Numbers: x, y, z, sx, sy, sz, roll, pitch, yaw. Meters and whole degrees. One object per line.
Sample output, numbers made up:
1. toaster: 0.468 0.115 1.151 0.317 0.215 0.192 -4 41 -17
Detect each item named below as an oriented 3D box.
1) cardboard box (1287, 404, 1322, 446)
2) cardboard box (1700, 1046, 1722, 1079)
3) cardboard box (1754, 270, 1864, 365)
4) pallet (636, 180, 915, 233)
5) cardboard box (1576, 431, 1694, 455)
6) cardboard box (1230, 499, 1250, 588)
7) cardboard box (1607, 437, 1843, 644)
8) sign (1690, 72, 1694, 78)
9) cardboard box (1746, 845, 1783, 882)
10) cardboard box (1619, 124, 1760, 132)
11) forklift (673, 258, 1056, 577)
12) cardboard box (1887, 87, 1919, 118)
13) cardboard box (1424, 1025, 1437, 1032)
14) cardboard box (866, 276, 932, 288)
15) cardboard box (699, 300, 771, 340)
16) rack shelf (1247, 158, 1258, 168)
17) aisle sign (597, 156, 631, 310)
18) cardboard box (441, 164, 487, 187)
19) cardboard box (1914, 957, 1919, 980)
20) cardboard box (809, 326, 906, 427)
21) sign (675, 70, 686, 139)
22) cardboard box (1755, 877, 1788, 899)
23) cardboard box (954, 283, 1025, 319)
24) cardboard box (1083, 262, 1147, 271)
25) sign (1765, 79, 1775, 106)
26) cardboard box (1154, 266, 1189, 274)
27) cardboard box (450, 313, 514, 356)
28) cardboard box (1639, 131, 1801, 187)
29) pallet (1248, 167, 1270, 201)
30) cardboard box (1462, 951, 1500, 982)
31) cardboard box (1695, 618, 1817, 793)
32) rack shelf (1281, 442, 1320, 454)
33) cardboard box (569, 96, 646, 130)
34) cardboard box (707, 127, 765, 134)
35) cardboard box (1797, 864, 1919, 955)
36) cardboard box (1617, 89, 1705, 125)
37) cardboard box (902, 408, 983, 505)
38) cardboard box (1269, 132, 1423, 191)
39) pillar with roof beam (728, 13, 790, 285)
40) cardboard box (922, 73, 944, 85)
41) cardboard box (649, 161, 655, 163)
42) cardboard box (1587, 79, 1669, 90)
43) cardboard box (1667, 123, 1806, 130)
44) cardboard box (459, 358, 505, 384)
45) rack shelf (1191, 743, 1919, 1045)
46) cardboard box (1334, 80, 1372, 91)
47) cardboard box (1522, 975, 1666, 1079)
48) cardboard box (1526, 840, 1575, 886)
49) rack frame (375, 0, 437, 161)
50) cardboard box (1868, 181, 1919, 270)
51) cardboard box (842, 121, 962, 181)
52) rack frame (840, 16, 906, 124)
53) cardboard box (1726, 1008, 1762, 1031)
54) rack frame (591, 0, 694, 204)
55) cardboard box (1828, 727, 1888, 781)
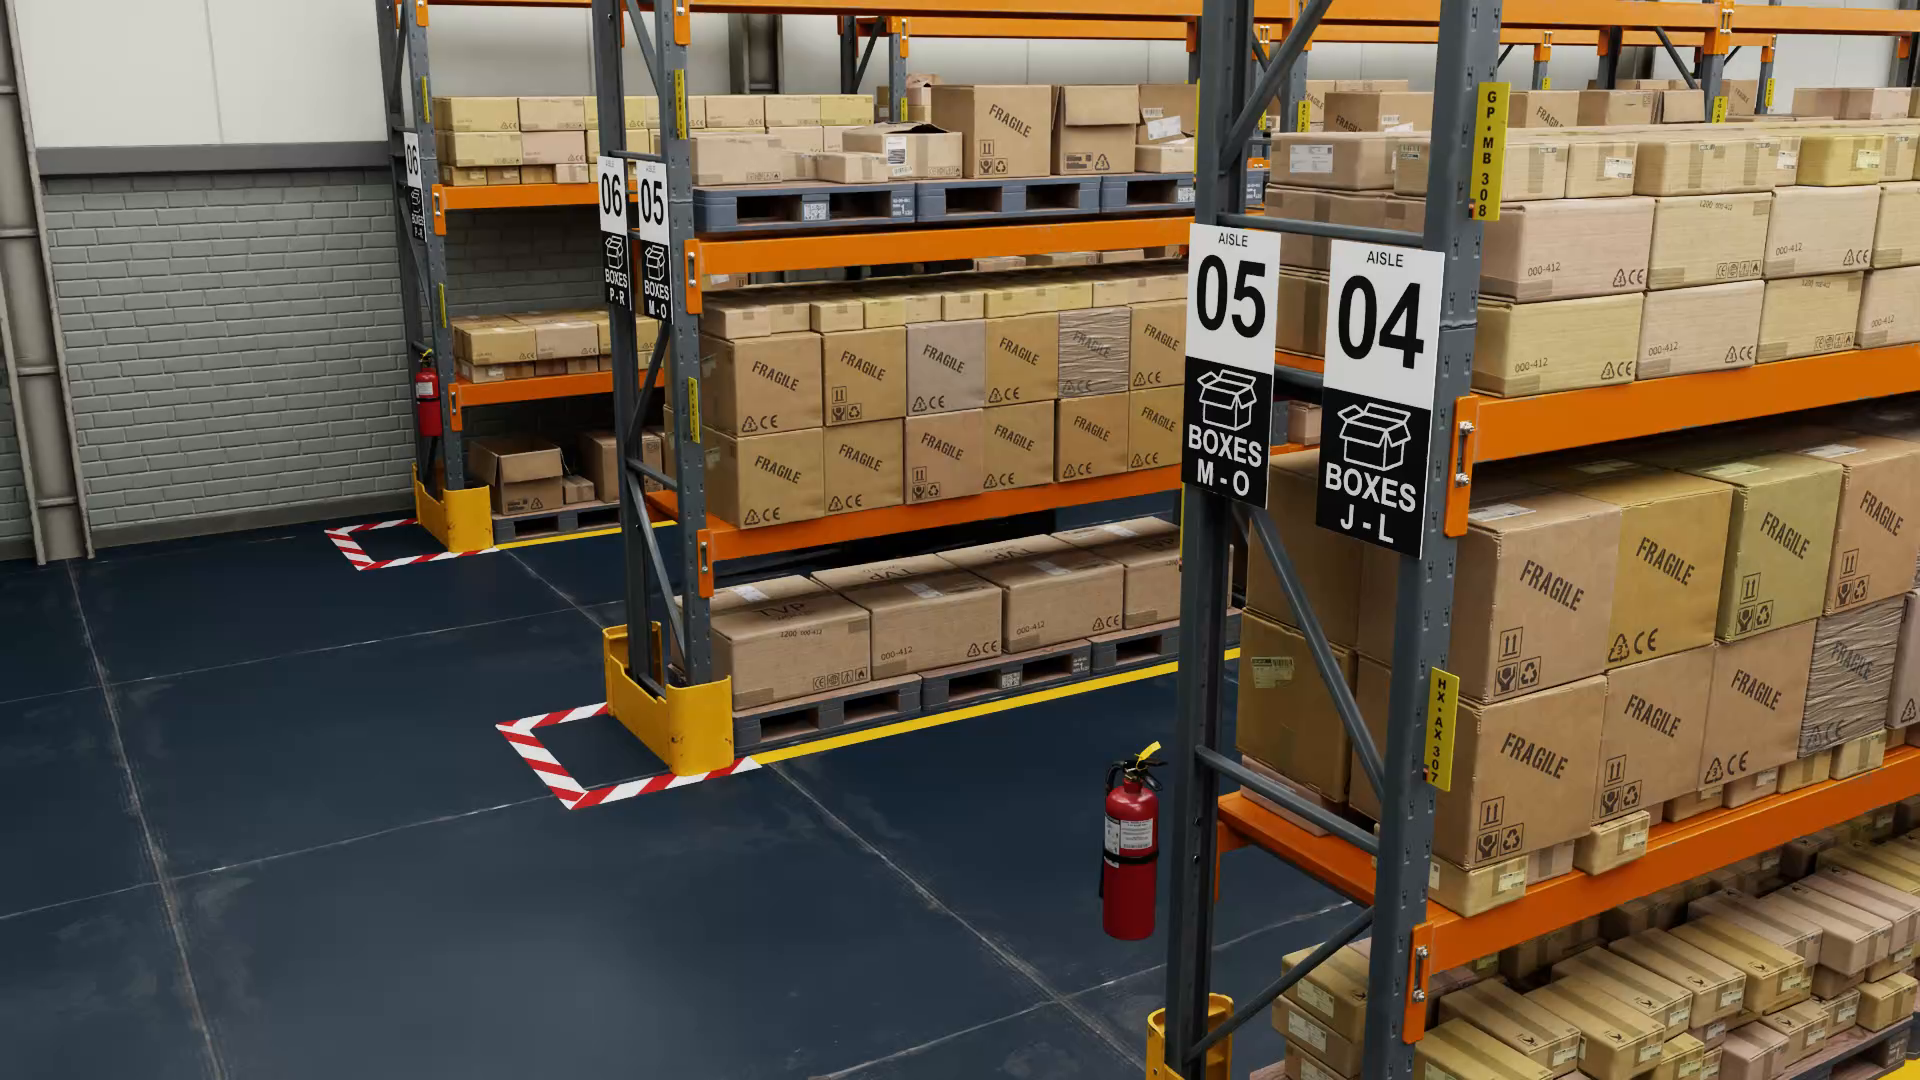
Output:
1. cardboard box: 2.308 -0.818 11.048 0.500 0.250 0.500 -10 18 -31
2. cardboard box: 2.453 1.810 5.899 0.250 0.149 0.380 -9 18 -30
3. cardboard box: 2.407 -0.725 5.159 0.500 0.250 0.500 -10 18 -32
4. pallet: -1.003 -1.841 9.027 1.213 0.211 1.003 -9 18 -30
5. cardboard box: 2.142 -0.141 5.768 0.500 0.500 0.500 -8 18 -27
6. cardboard box: 2.285 -0.174 11.631 0.875 0.875 0.875 -9 18 -28
7. cardboard box: 2.410 -0.015 5.318 0.500 0.500 0.500 -10 18 -31
8. sign: 9.241 -5.738 21.000 0.005 0.325 0.100 -9 18 -30
9. cardboard box: 3.099 1.254 6.779 0.250 0.149 0.380 -9 18 -29
10. cardboard box: 2.466 -1.330 5.654 0.250 0.149 0.380 -10 18 -31
11. forklift: -0.705 -1.264 12.488 3.031 2.935 1.130 -12 20 -36
12. cardboard box: 8.221 -3.707 14.093 0.500 0.250 0.500 -9 18 -28
13. cardboard box: 1.559 1.661 5.878 0.250 0.149 0.380 -10 18 -31
14. cardboard box: -0.364 -1.462 9.829 0.250 0.149 0.380 -9 18 -28
15. cardboard box: -1.187 -1.161 8.755 0.250 0.149 0.380 -9 18 -29
16. rack shelf: 0.950 -3.414 15.806 4.000 0.370 1.077 -9 18 -30
17. aisle sign: -1.855 -1.647 8.913 0.004 0.787 0.394 -9 18 -30
18. cardboard box: -3.800 -2.796 12.734 0.250 0.149 0.380 -9 18 -29
19. cardboard box: 3.811 1.614 6.600 0.250 0.149 0.380 -10 18 -32
20. cardboard box: -0.637 -0.938 9.160 0.500 0.500 0.500 -10 18 -31
21. sign: -1.353 -2.108 8.049 0.005 0.325 0.100 -9 18 -30
22. cardboard box: 3.113 1.413 6.765 0.250 0.149 0.380 -8 18 -27
23. cardboard box: 0.164 -1.367 9.489 0.250 0.149 0.380 -10 18 -31
24. cardboard box: 0.982 -1.663 10.547 0.250 0.149 0.380 -9 18 -30
25. sign: 9.789 -5.411 20.104 0.005 0.325 0.100 -9 18 -30
26. cardboard box: 1.413 -1.604 10.335 0.250 0.149 0.380 -9 18 -28
27. cardboard box: -3.936 -1.678 13.566 0.500 0.250 0.500 -9 18 -28
28. cardboard box: 2.270 -1.146 4.996 0.250 0.149 0.380 -9 18 -28
29. pallet: 2.555 -2.381 11.143 1.217 0.209 0.805 -10 19 -32
30. cardboard box: 1.727 1.462 6.038 0.250 0.149 0.380 -10 18 -31
31. cardboard box: 2.401 0.462 5.468 0.500 0.500 0.500 -9 18 -29
32. rack shelf: 3.509 -0.822 12.116 4.000 0.370 1.077 -9 18 -30
33. cardboard box: -2.815 -3.381 13.156 0.500 0.250 0.500 -10 18 -31
34. cardboard box: -1.934 -3.285 13.740 0.500 0.250 0.500 -9 18 -29
35. cardboard box: 3.404 1.393 6.285 0.250 0.149 0.380 -10 19 -32
36. cardboard box: 4.978 -3.055 12.224 0.637 0.503 0.797 -11 19 -33
37. cardboard box: -0.210 -0.526 9.542 0.500 0.500 0.500 -9 18 -30
38. cardboard box: 1.136 -1.122 4.909 0.250 0.149 0.380 -9 18 -30
39. pillar with roof beam: 0.391 -4.042 11.158 0.400 9.000 9.100 -9 18 -30
40. cardboard box: -0.328 -4.057 14.952 0.258 0.266 0.396 -9 18 -30
41. cardboard box: -2.436 -2.986 13.414 0.250 0.149 0.380 -9 18 -30
42. cardboard box: 7.817 -5.141 19.479 0.637 0.503 0.797 -9 18 -28
43. cardboard box: 2.688 -1.368 5.789 0.250 0.149 0.380 -10 18 -31
44. cardboard box: -3.770 -1.343 13.109 0.250 0.149 0.380 -9 18 -30
45. rack shelf: 2.716 0.866 6.097 4.000 0.370 1.077 -9 18 -30
46. cardboard box: 3.791 -4.474 17.108 0.500 0.500 0.700 -10 18 -31
47. cardboard box: 2.082 1.616 5.490 0.250 0.149 0.380 -9 18 -30
48. cardboard box: 1.645 0.904 5.092 0.250 0.149 0.380 -8 18 -28
49. rack frame: -4.193 -4.370 12.329 0.127 3.000 1.000 -9 18 -30
50. cardboard box: 2.831 -1.027 5.312 0.500 0.250 0.500 -10 19 -32
51. cardboard box: -0.325 -2.182 9.282 0.500 0.311 0.500 -9 18 -29
52. rack frame: -0.765 -4.926 14.312 0.127 3.000 1.000 -9 18 -30
53. cardboard box: 2.677 1.615 6.044 0.250 0.149 0.380 -8 18 -27
54. rack frame: -1.634 -3.223 8.234 0.127 3.000 1.000 -9 18 -30
55. cardboard box: 3.003 0.690 5.856 0.250 0.149 0.380 -9 18 -29
